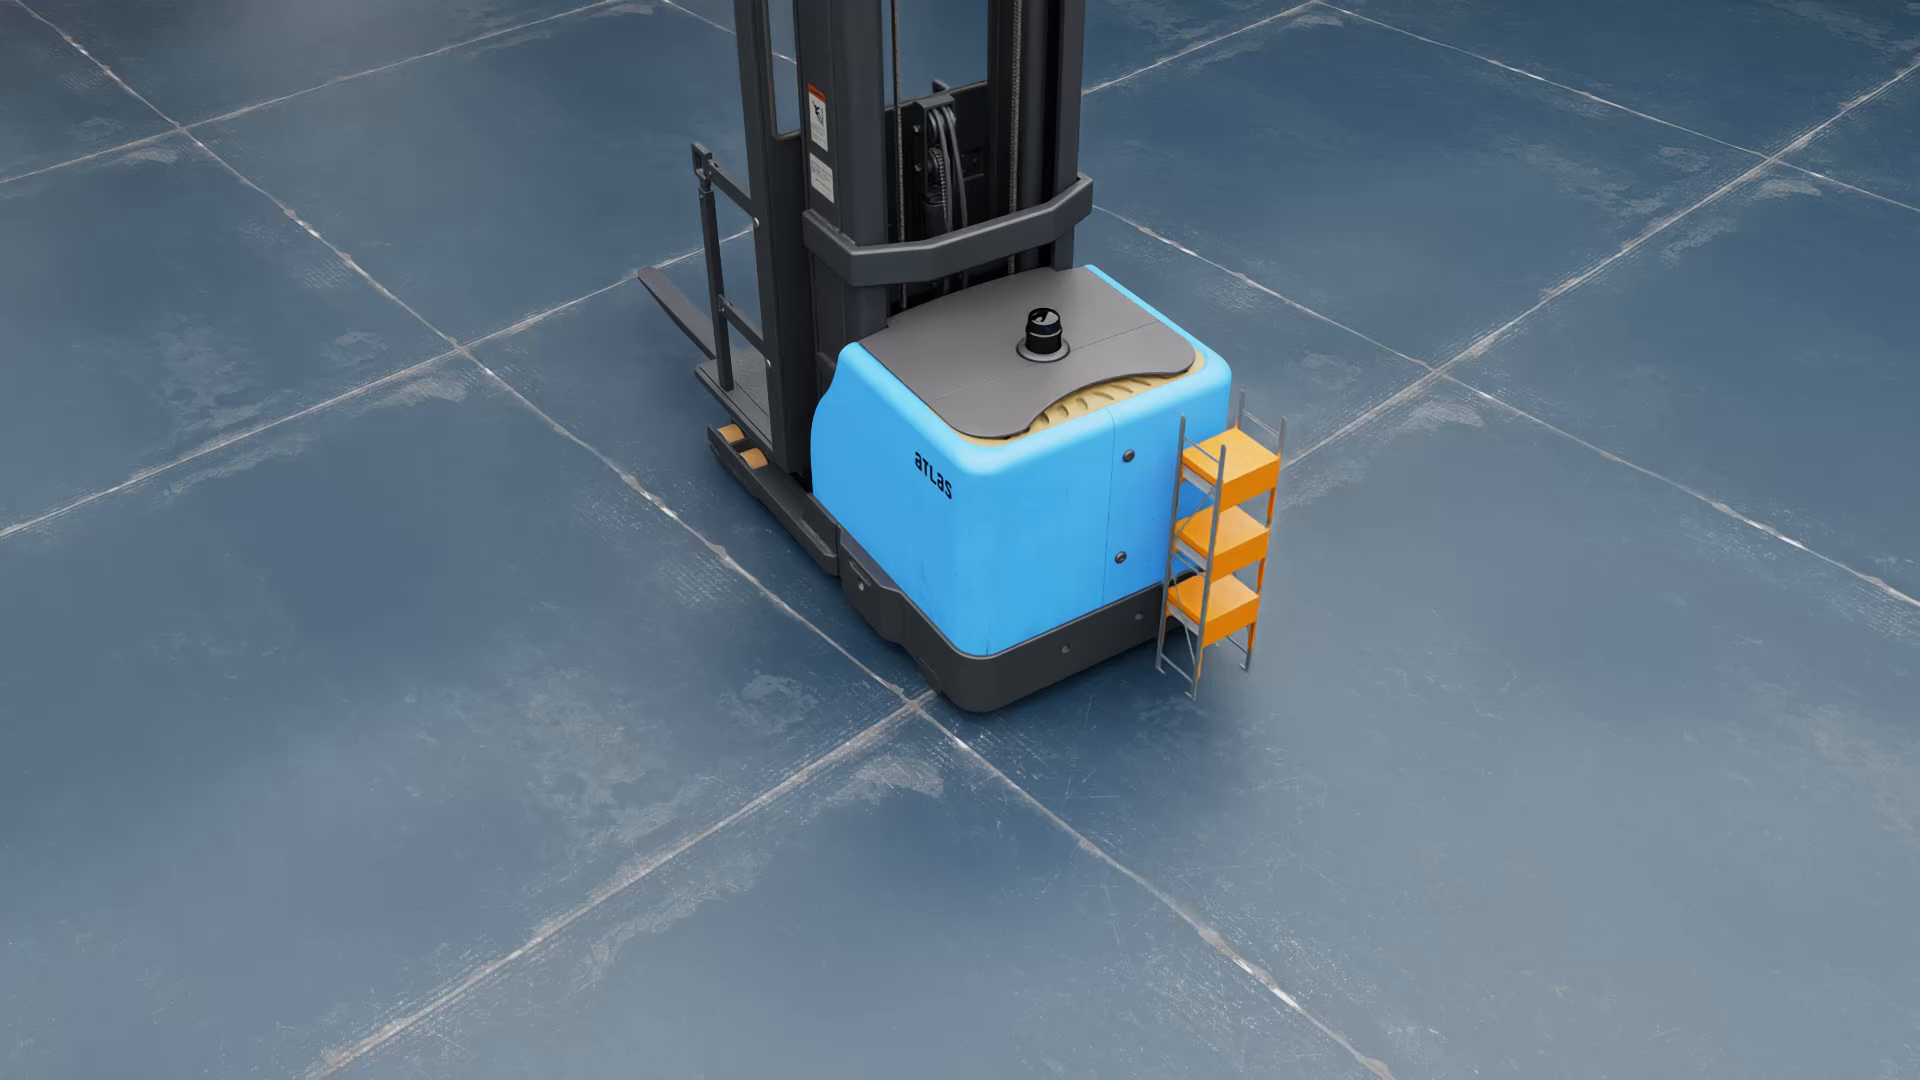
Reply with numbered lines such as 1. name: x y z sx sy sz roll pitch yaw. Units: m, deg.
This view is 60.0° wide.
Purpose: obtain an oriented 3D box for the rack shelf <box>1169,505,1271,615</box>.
1. rack shelf: 0.830 0.045 5.376 0.240 0.259 0.215 -24 45 -26

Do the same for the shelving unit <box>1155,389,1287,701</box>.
1. shelving unit: 0.830 0.037 5.369 0.252 1.050 0.215 -24 45 -26

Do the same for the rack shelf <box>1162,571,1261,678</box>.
1. rack shelf: 0.830 0.261 5.550 0.240 0.259 0.215 -24 45 -26

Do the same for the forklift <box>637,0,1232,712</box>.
1. forklift: -0.338 -1.474 5.742 1.130 2.935 3.031 -22 44 -25

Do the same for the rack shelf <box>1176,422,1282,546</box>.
1. rack shelf: 0.830 -0.176 5.197 0.240 0.259 0.215 -24 45 -26

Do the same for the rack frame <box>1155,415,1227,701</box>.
1. rack frame: 0.730 0.080 5.315 0.008 1.050 0.200 -24 45 -26

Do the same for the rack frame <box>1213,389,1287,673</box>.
1. rack frame: 0.931 -0.007 5.423 0.008 1.050 0.200 -24 45 -26
